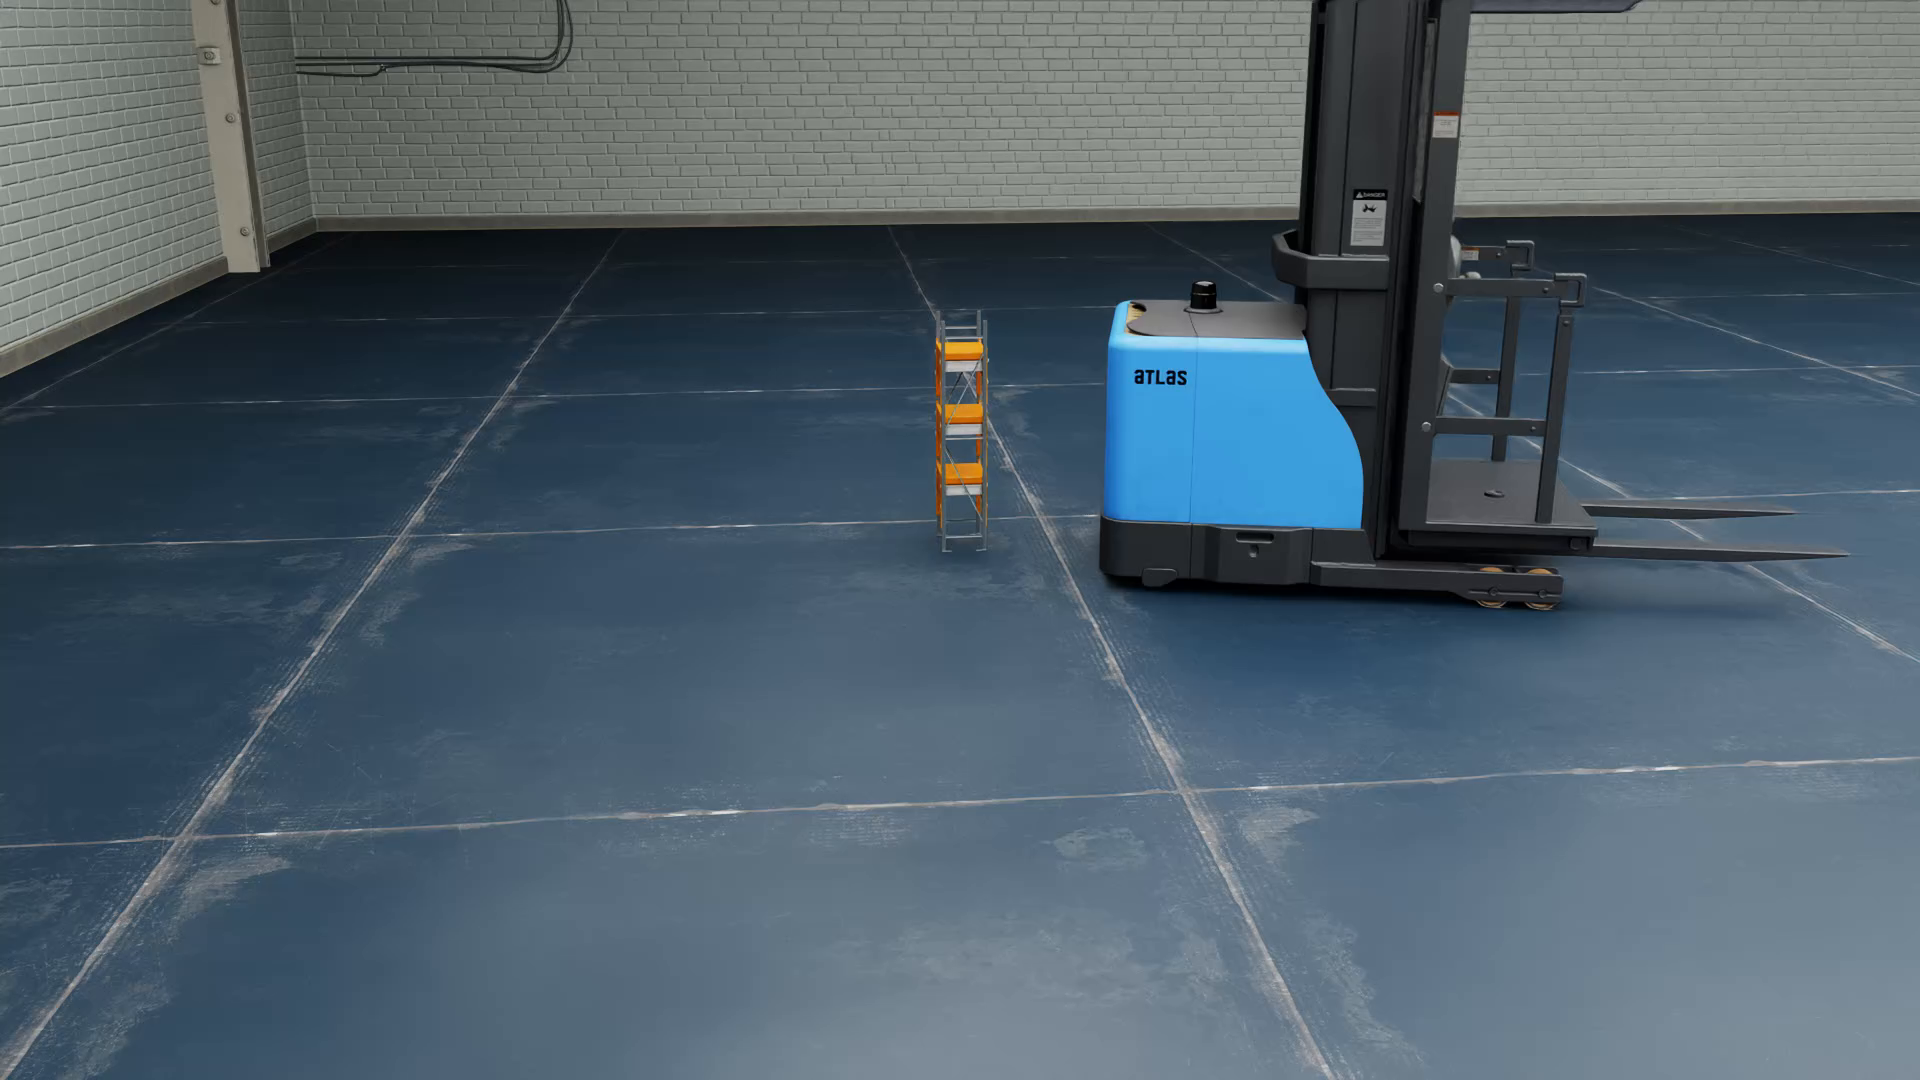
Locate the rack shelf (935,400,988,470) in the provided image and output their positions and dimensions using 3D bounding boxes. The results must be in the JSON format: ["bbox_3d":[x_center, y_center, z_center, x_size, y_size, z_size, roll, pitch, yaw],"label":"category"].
[{"bbox_3d":[0.006,-0.475,7.472,0.215,0.259,0.240,-2,18,-6],"label":"rack shelf"}]

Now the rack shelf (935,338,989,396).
[{"bbox_3d":[0.006,-0.746,7.387,0.215,0.259,0.240,-2,18,-6],"label":"rack shelf"}]

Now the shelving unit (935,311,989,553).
[{"bbox_3d":[0.006,-0.485,7.469,0.215,1.050,0.252,-2,18,-6],"label":"shelving unit"}]

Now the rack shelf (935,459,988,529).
[{"bbox_3d":[0.006,-0.210,7.555,0.215,0.259,0.240,-2,18,-6],"label":"rack shelf"}]

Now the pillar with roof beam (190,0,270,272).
[{"bbox_3d":[-2.546,-7.023,15.024,9.100,9.000,0.400,-2,18,-6],"label":"pillar with roof beam"}]

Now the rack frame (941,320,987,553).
[{"bbox_3d":[0.018,-0.449,7.353,0.200,1.050,0.008,-2,18,-6],"label":"rack frame"}]

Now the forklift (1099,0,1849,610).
[{"bbox_3d":[2.146,-1.281,6.866,3.031,2.935,1.130,2,18,7],"label":"forklift"}]

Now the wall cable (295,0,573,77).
[{"bbox_3d":[-5.817,-6.327,17.991,3.097,2.526,0.112,-2,18,-6],"label":"wall cable"}]

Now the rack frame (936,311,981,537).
[{"bbox_3d":[-0.007,-0.521,7.585,0.200,1.050,0.008,-2,18,-6],"label":"rack frame"}]
